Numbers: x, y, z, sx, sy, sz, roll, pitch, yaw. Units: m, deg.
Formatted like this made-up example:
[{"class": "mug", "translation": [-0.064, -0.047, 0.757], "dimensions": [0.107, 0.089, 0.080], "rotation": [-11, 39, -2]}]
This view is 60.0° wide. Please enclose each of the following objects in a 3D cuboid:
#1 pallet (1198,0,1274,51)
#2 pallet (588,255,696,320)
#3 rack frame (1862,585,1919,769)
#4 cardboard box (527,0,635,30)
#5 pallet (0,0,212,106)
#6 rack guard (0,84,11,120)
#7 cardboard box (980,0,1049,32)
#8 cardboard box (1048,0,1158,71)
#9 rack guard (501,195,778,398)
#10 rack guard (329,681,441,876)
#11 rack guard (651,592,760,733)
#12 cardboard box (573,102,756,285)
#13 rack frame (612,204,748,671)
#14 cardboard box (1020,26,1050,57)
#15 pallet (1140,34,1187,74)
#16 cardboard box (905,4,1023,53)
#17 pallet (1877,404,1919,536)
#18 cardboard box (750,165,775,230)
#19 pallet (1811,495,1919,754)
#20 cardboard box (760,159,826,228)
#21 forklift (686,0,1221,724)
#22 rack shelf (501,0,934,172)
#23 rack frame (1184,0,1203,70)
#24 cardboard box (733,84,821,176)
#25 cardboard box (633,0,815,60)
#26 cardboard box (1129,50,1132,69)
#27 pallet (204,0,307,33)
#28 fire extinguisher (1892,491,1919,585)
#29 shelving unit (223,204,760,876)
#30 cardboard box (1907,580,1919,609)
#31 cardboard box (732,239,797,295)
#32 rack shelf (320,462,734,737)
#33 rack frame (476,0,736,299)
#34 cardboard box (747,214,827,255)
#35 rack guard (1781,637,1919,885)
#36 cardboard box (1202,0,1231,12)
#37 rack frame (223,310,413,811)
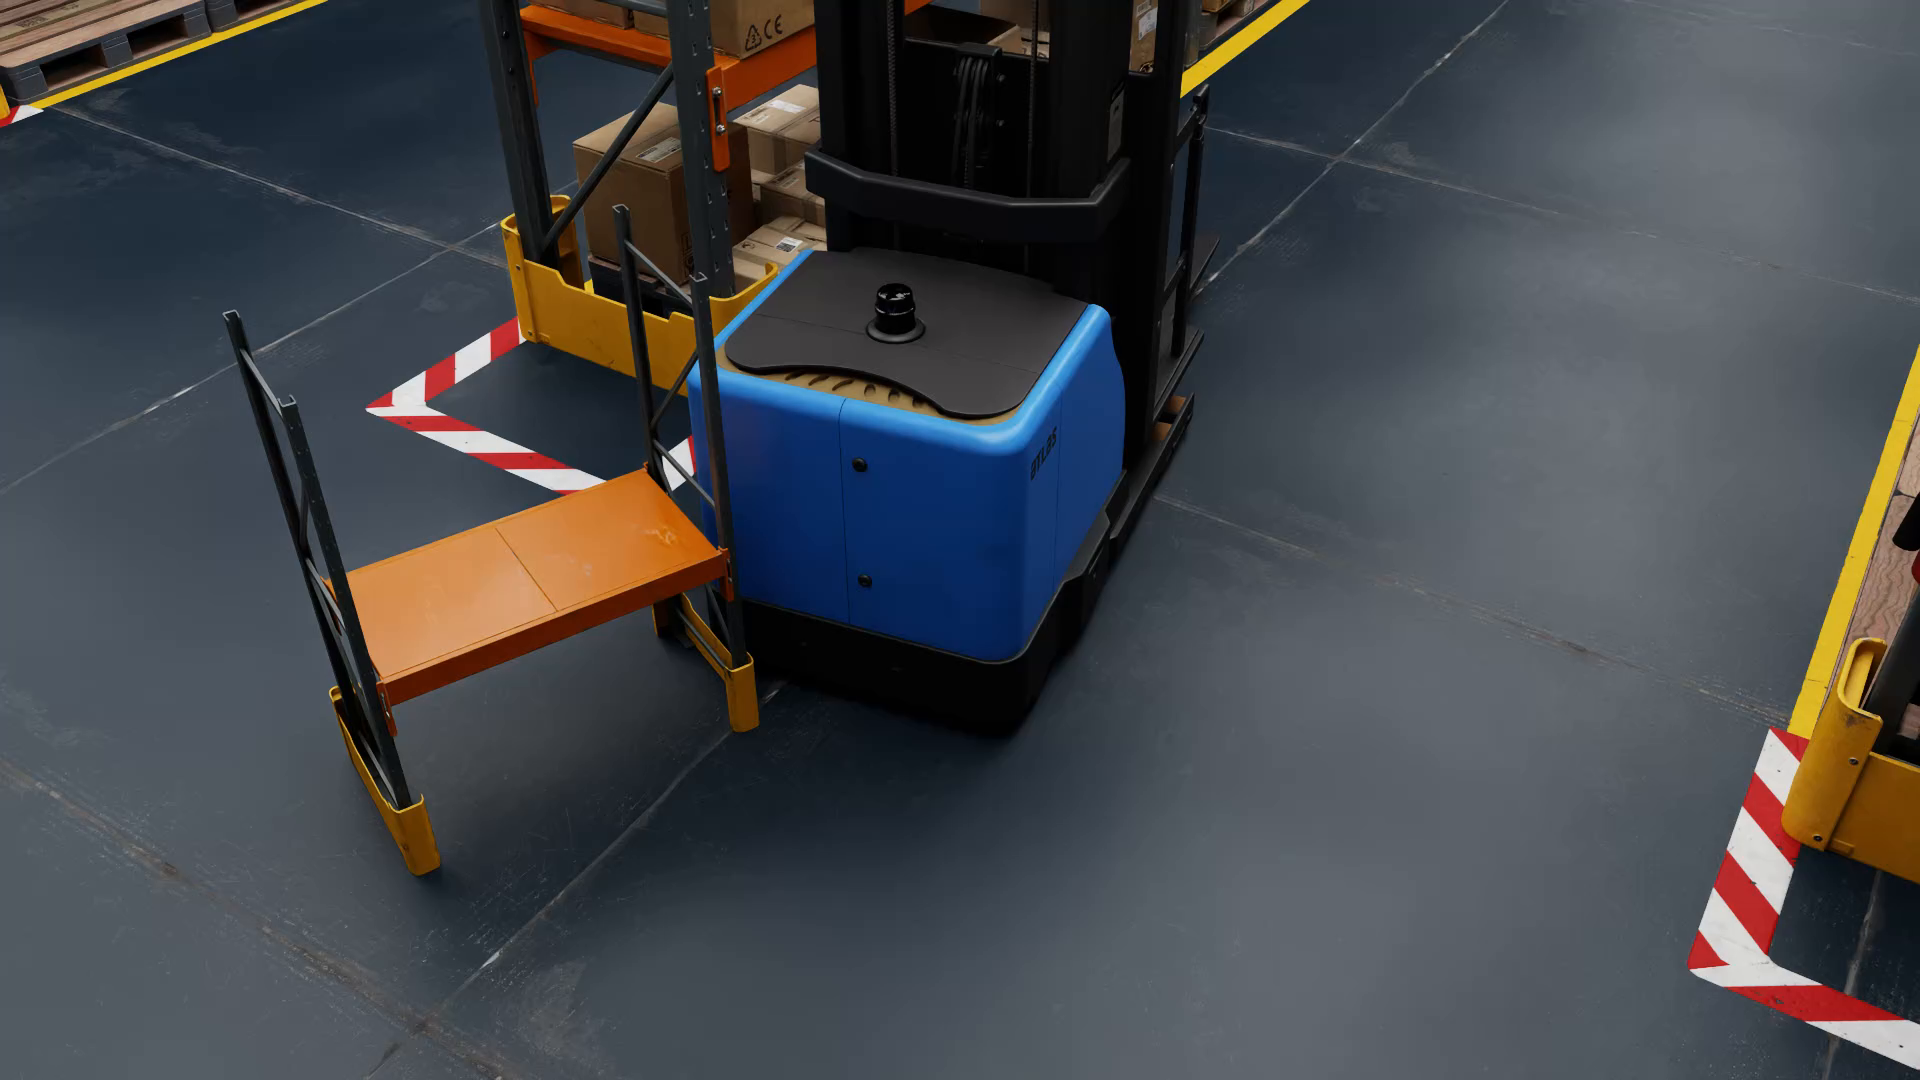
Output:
[{"class": "pallet", "translation": [1.258, -3.280, 9.831], "dimensions": [1.003, 0.211, 1.213], "rotation": [21, 42, 25]}, {"class": "pallet", "translation": [-0.822, -1.236, 7.181], "dimensions": [1.003, 0.211, 1.213], "rotation": [21, 42, 25]}, {"class": "rack frame", "translation": [2.896, -0.272, 3.646], "dimensions": [1.000, 3.000, 0.127], "rotation": [21, 42, 25]}, {"class": "cardboard box", "translation": [-1.279, -2.250, 6.130], "dimensions": [0.500, 0.500, 0.500], "rotation": [23, 43, 26]}, {"class": "pallet", "translation": [-4.995, -2.820, 9.236], "dimensions": [1.003, 0.211, 1.213], "rotation": [21, 42, 25]}, {"class": "rack guard", "translation": [-5.471, -2.506, 8.591], "dimensions": [1.175, 0.500, 0.348], "rotation": [21, 42, 25]}, {"class": "cardboard box", "translation": [0.447, -2.916, 8.918], "dimensions": [0.500, 0.311, 0.500], "rotation": [21, 42, 25]}, {"class": "cardboard box", "translation": [0.789, -2.750, 8.548], "dimensions": [0.500, 0.500, 0.500], "rotation": [21, 42, 25]}, {"class": "rack guard", "translation": [-1.248, -0.939, 6.559], "dimensions": [1.175, 0.500, 0.348], "rotation": [21, 42, 25]}, {"class": "rack guard", "translation": [-1.622, 0.664, 4.684], "dimensions": [0.087, 0.250, 0.587], "rotation": [-22, 43, -26]}, {"class": "rack guard", "translation": [-0.796, 0.324, 5.125], "dimensions": [0.087, 0.250, 0.587], "rotation": [-22, 43, -26]}, {"class": "cardboard box", "translation": [-1.205, -1.435, 6.842], "dimensions": [0.500, 0.500, 0.500], "rotation": [21, 42, 25]}, {"class": "rack frame", "translation": [-0.780, -0.178, 4.752], "dimensions": [0.032, 1.500, 0.500], "rotation": [-22, 43, -26]}, {"class": "cardboard box", "translation": [0.387, -2.288, 8.104], "dimensions": [0.500, 0.311, 0.500], "rotation": [21, 42, 25]}, {"class": "pallet", "translation": [0.486, -2.494, 8.813], "dimensions": [1.003, 0.211, 1.213], "rotation": [21, 42, 25]}, {"class": "cardboard box", "translation": [-0.148, -2.168, 7.789], "dimensions": [0.797, 0.503, 0.637], "rotation": [21, 42, 25]}, {"class": "pallet", "translation": [3.913, -0.232, 5.878], "dimensions": [1.003, 0.211, 1.213], "rotation": [21, 42, 25]}, {"class": "cardboard box", "translation": [-0.912, -1.483, 7.177], "dimensions": [0.380, 0.166, 0.250], "rotation": [21, 42, 25]}, {"class": "pallet", "translation": [3.258, 0.395, 5.065], "dimensions": [1.003, 0.211, 1.213], "rotation": [21, 42, 25]}, {"class": "cardboard box", "translation": [-0.490, -1.421, 7.028], "dimensions": [0.500, 0.250, 0.500], "rotation": [21, 42, 25]}, {"class": "forklift", "translation": [0.233, -1.515, 5.315], "dimensions": [1.130, 2.935, 3.031], "rotation": [14, 40, 17]}, {"class": "rack shelf", "translation": [-0.217, -2.636, 7.302], "dimensions": [1.077, 0.370, 4.000], "rotation": [21, 42, 25]}, {"class": "rack frame", "translation": [0.854, -3.952, 8.420], "dimensions": [1.000, 3.000, 0.127], "rotation": [21, 42, 25]}, {"class": "cardboard box", "translation": [-0.671, -1.816, 7.541], "dimensions": [0.500, 0.250, 0.500], "rotation": [21, 42, 25]}, {"class": "cardboard box", "translation": [-0.828, -2.072, 5.899], "dimensions": [0.500, 0.500, 0.500], "rotation": [22, 43, 26]}, {"class": "cardboard box", "translation": [0.638, -2.398, 8.378], "dimensions": [0.380, 0.149, 0.250], "rotation": [21, 42, 25]}, {"class": "pallet", "translation": [-4.340, -3.447, 10.048], "dimensions": [1.003, 0.211, 1.213], "rotation": [21, 42, 25]}, {"class": "fire extinguisher", "translation": [2.426, -0.167, 3.878], "dimensions": [0.296, 0.674, 0.183], "rotation": [21, 42, 25]}, {"class": "shelving unit", "translation": [-1.209, -0.001, 4.523], "dimensions": [1.083, 1.500, 0.587], "rotation": [-22, 43, -26]}, {"class": "cardboard box", "translation": [3.187, 0.158, 4.791], "dimensions": [0.700, 0.500, 0.500], "rotation": [21, 42, 25]}, {"class": "cardboard box", "translation": [-0.774, -1.039, 6.615], "dimensions": [0.380, 0.149, 0.250], "rotation": [21, 42, 25]}, {"class": "rack shelf", "translation": [-1.201, 0.138, 4.637], "dimensions": [1.000, 0.185, 0.538], "rotation": [-22, 43, -26]}, {"class": "rack frame", "translation": [-1.289, -1.890, 5.745], "dimensions": [1.000, 3.000, 0.127], "rotation": [21, 42, 25]}, {"class": "cardboard box", "translation": [-0.640, -1.175, 6.777], "dimensions": [0.380, 0.166, 0.250], "rotation": [21, 42, 25]}, {"class": "rack guard", "translation": [2.883, 0.731, 4.393], "dimensions": [1.175, 0.500, 0.348], "rotation": [21, 42, 25]}, {"class": "cardboard box", "translation": [1.319, -3.306, 9.269], "dimensions": [0.500, 0.500, 0.500], "rotation": [19, 42, 23]}, {"class": "rack frame", "translation": [-1.623, 0.169, 4.302], "dimensions": [0.032, 1.500, 0.500], "rotation": [-22, 43, -26]}]
